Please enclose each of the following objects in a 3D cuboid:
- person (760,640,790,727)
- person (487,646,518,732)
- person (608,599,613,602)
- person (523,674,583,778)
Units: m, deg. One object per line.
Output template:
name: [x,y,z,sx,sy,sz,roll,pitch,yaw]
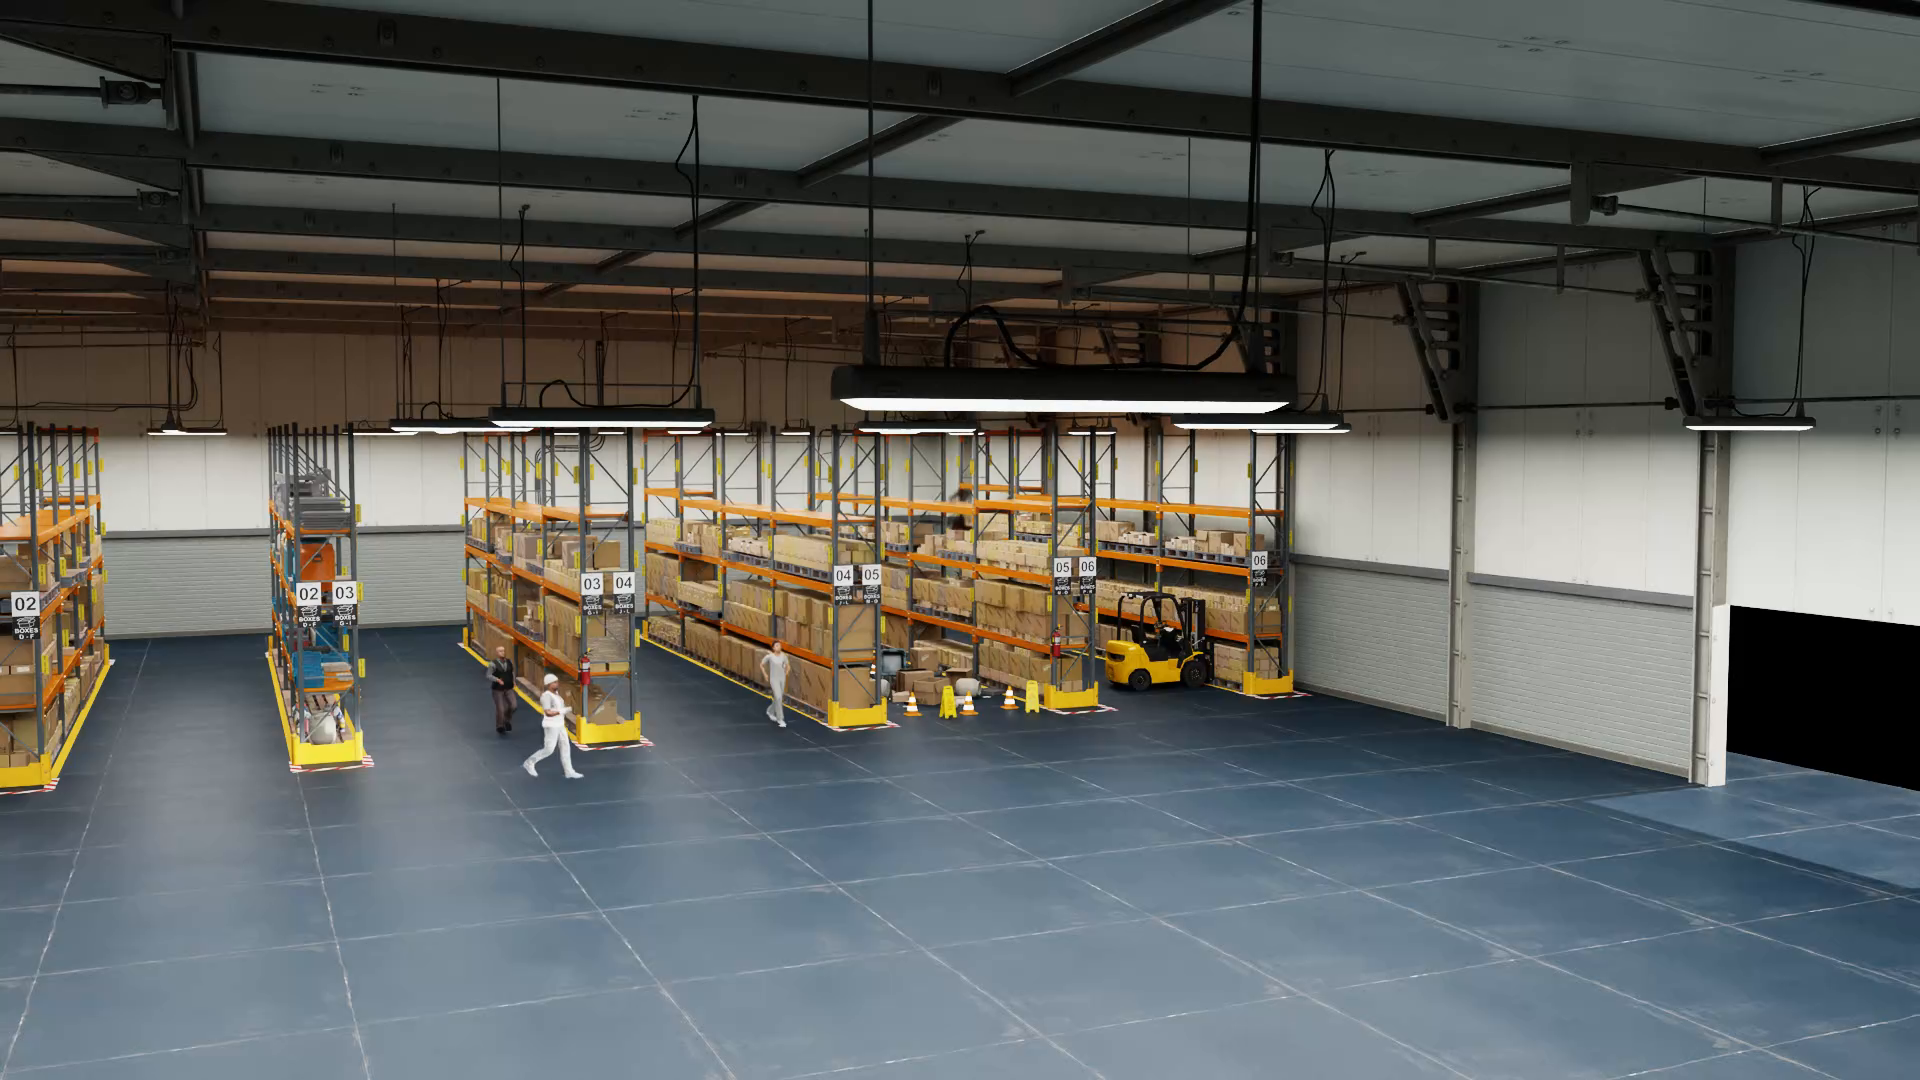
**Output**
person: [-3.662,2.846,33.276,0.565,1.686,0.861,-2,4,-35]
person: [-8.825,2.902,32.184,0.633,1.685,0.642,-3,4,-37]
person: [-10.309,2.011,47.255,0.620,1.598,0.872,2,4,28]
person: [-6.803,3.116,27.784,0.988,1.762,0.691,0,3,4]
